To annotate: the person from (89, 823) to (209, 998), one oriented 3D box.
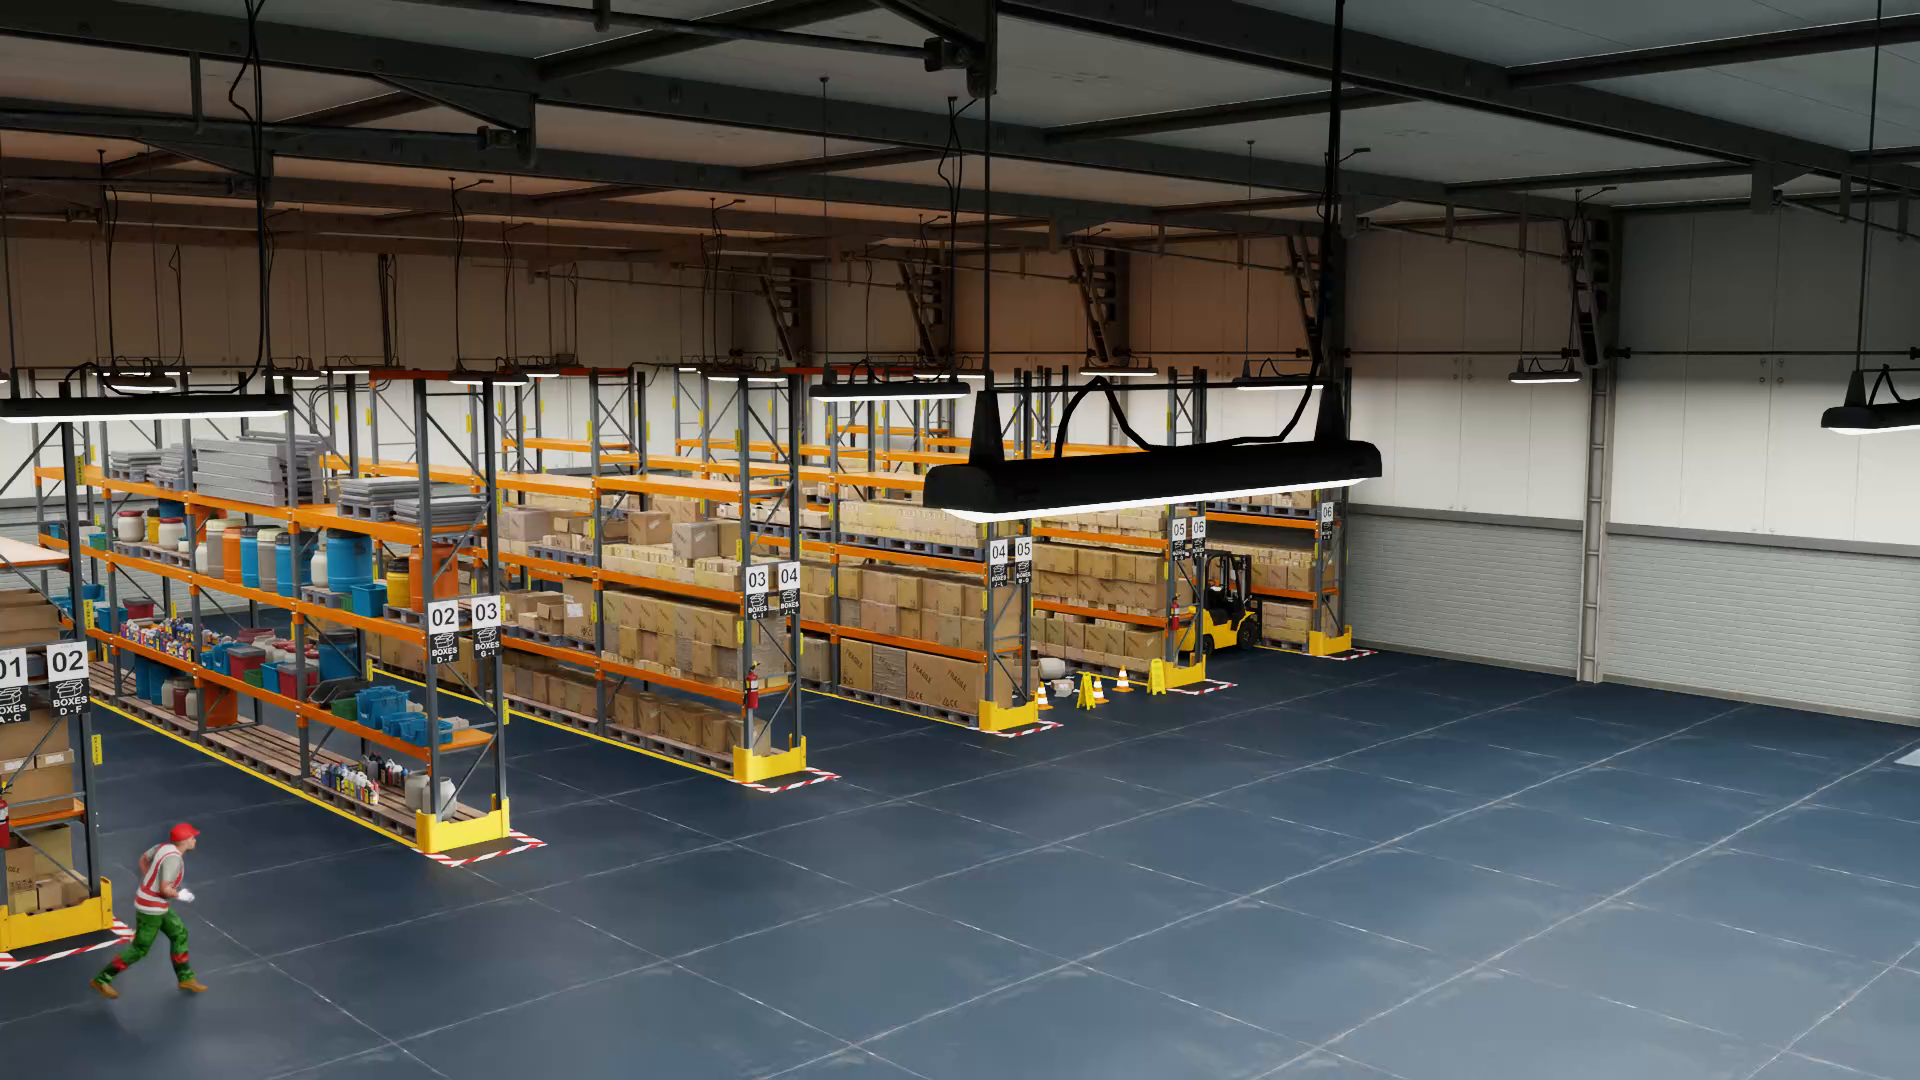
[{"bbox_3d":[-7.960,3.671,16.264,1.056,1.731,0.693,-4,8,-31],"label":"person"}]
